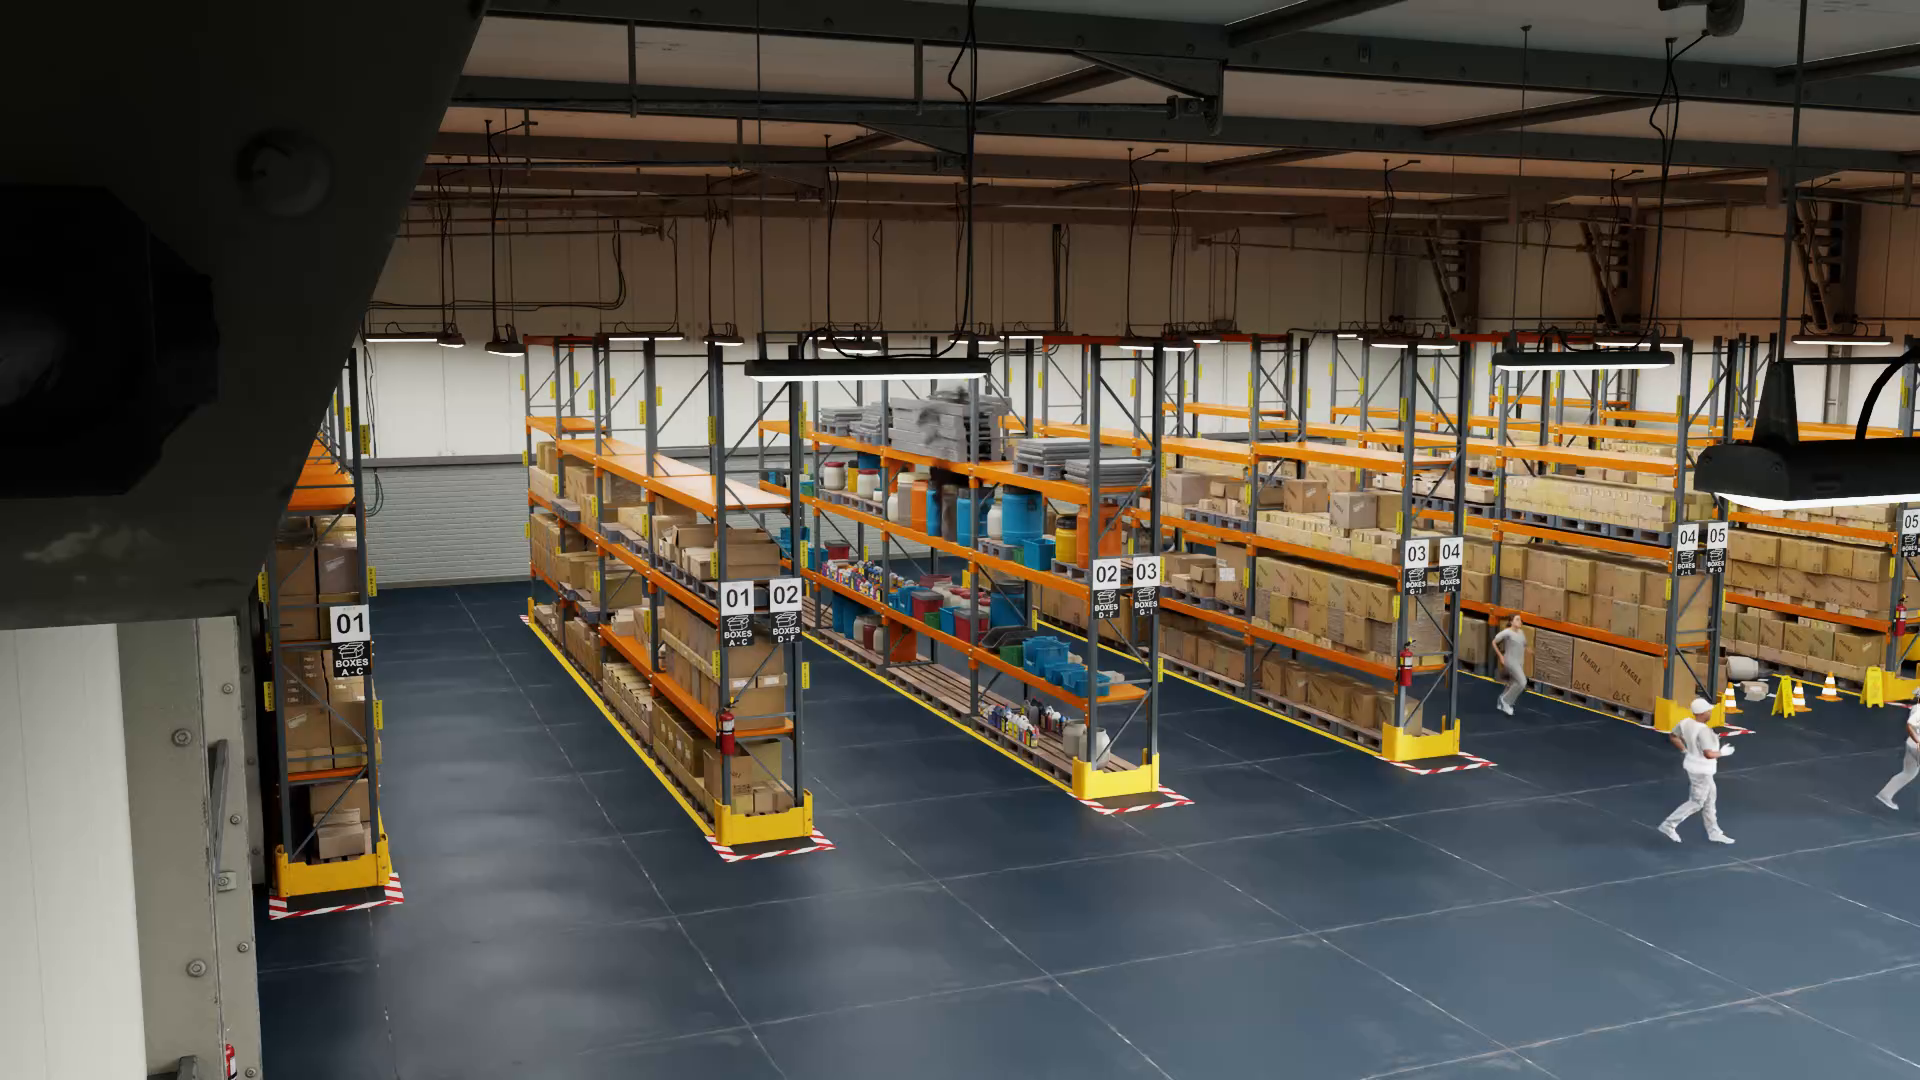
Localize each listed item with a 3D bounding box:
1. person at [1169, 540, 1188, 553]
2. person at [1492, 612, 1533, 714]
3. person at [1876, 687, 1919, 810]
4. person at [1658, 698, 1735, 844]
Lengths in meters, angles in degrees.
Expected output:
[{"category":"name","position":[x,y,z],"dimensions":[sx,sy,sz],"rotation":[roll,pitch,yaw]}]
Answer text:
[{"category":"person","position":[4.858,0.653,36.988],"dimensions":[0.535,1.579,0.594],"rotation":[-2,8,-14]},{"category":"person","position":[8.867,1.972,26.584],"dimensions":[0.546,1.638,0.647],"rotation":[-5,9,-35]},{"category":"person","position":[12.187,2.678,21.112],"dimensions":[0.885,1.721,0.562],"rotation":[2,8,14]},{"category":"person","position":[8.866,2.773,19.915],"dimensions":[0.929,1.779,0.683],"rotation":[1,8,6]}]
